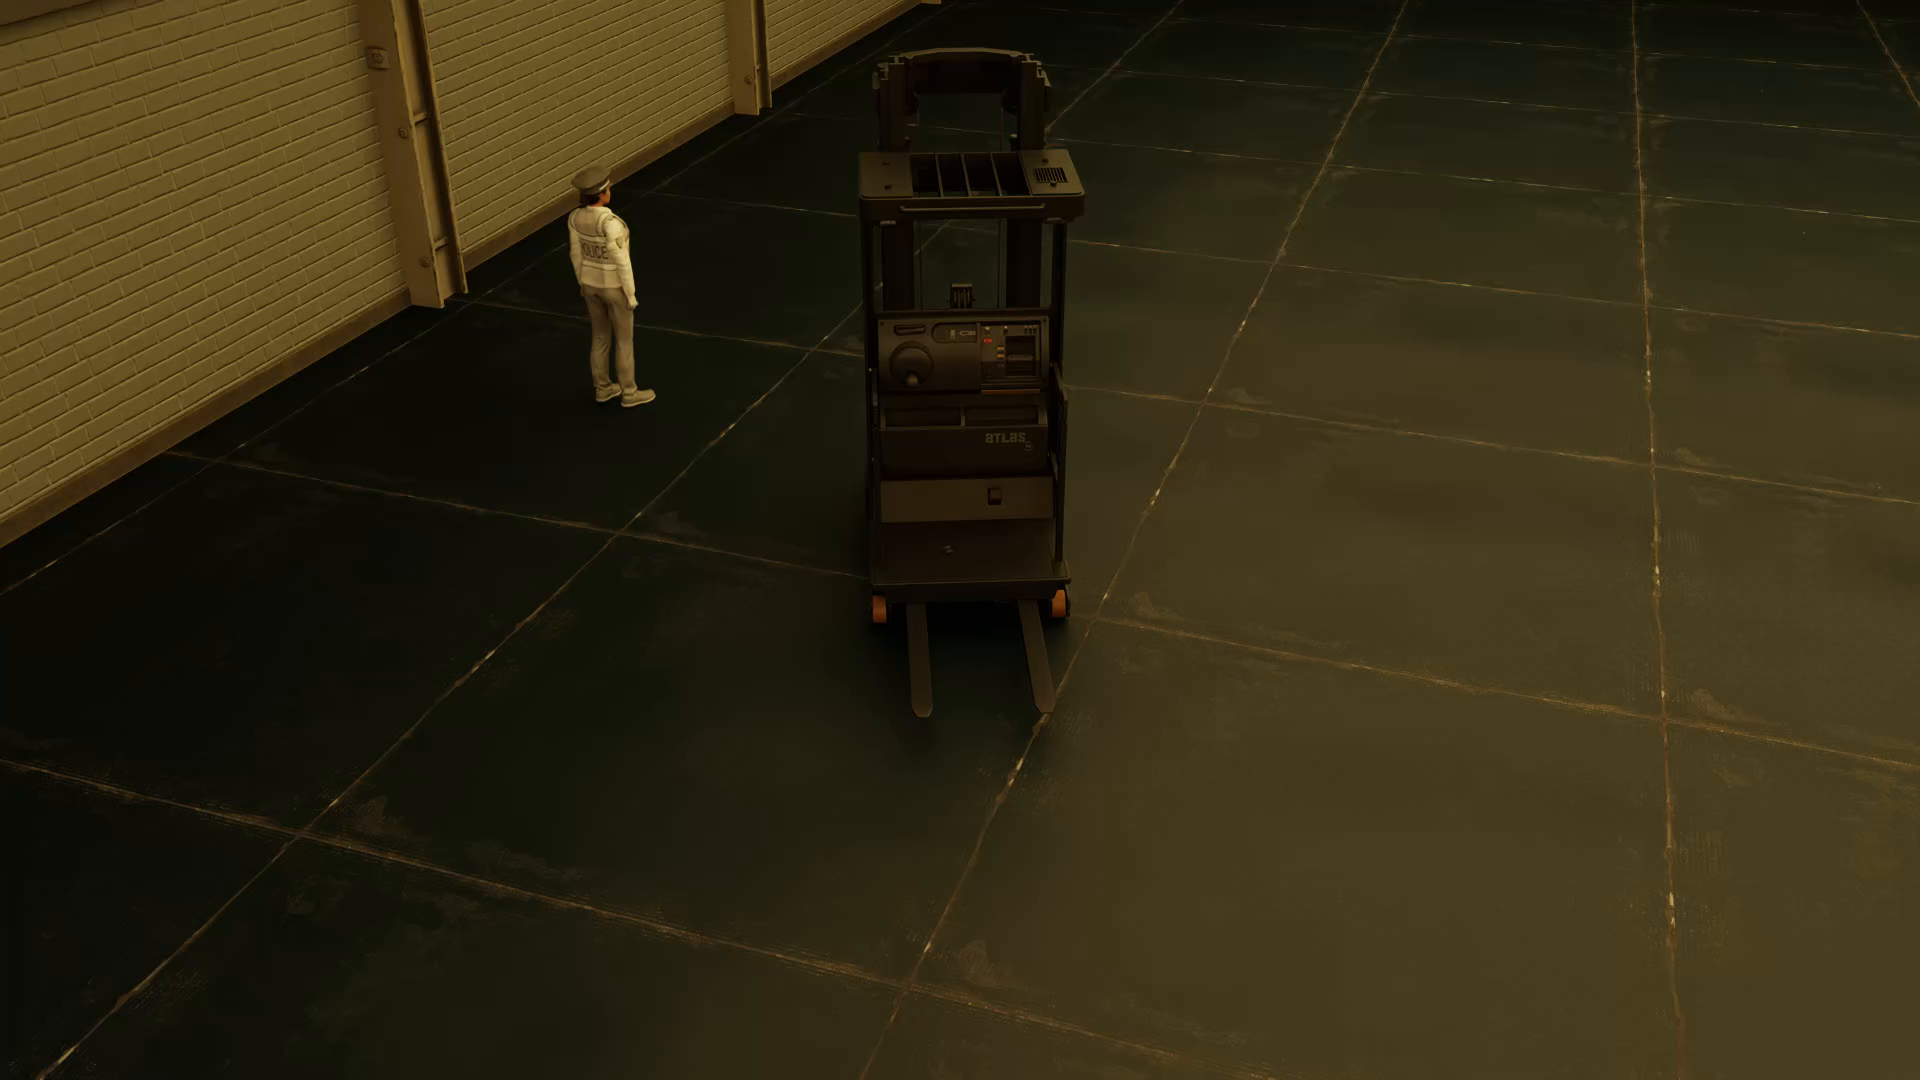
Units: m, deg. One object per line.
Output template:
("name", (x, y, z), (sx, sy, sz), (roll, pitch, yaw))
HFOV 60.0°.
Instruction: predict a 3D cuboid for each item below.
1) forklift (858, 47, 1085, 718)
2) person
("forklift", (0.035, -0.972, 8.842), (1.130, 2.935, 3.031), (-2, 30, -3))
("person", (-2.421, -1.736, 11.441), (0.473, 1.691, 0.331), (16, 33, 26))
